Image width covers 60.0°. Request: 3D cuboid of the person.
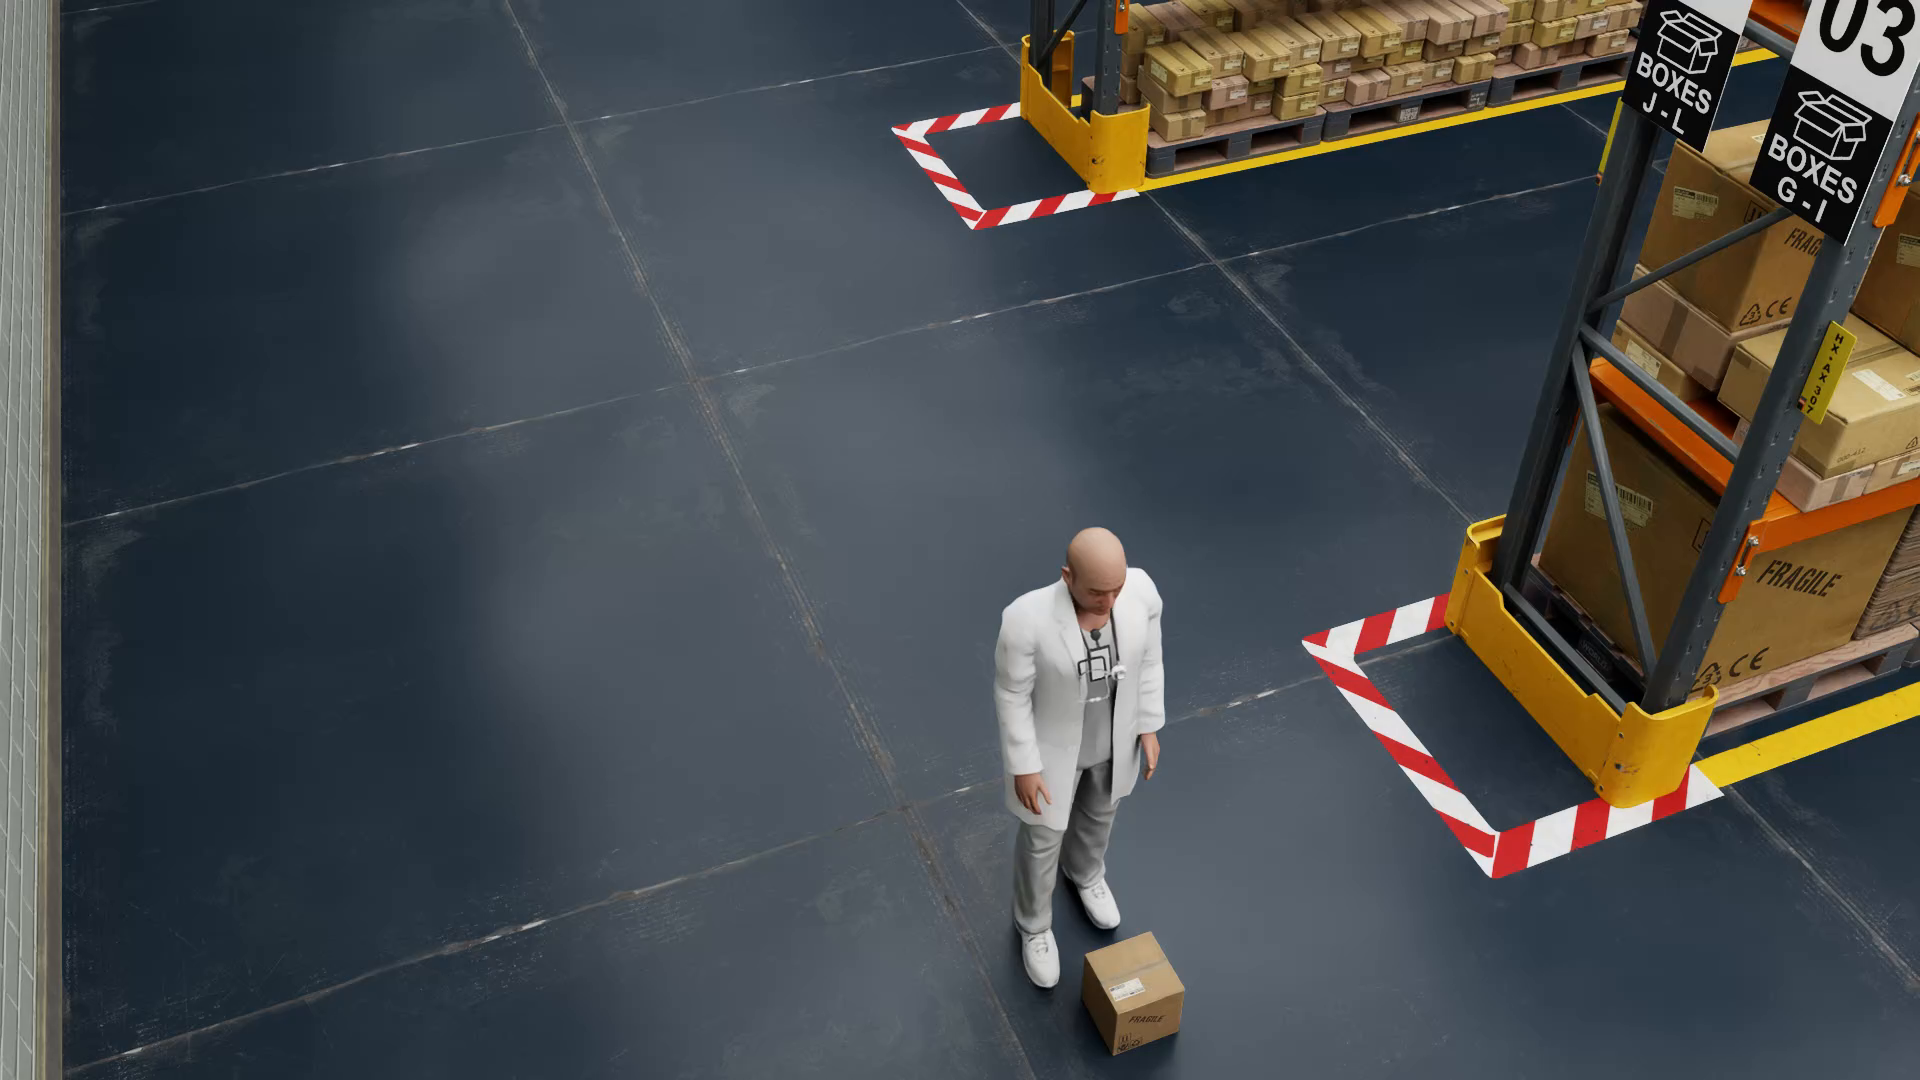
[{"bbox_3d":[0.404,0.682,5.379,0.576,1.787,0.508,-15,43,-16],"label":"person"}]
